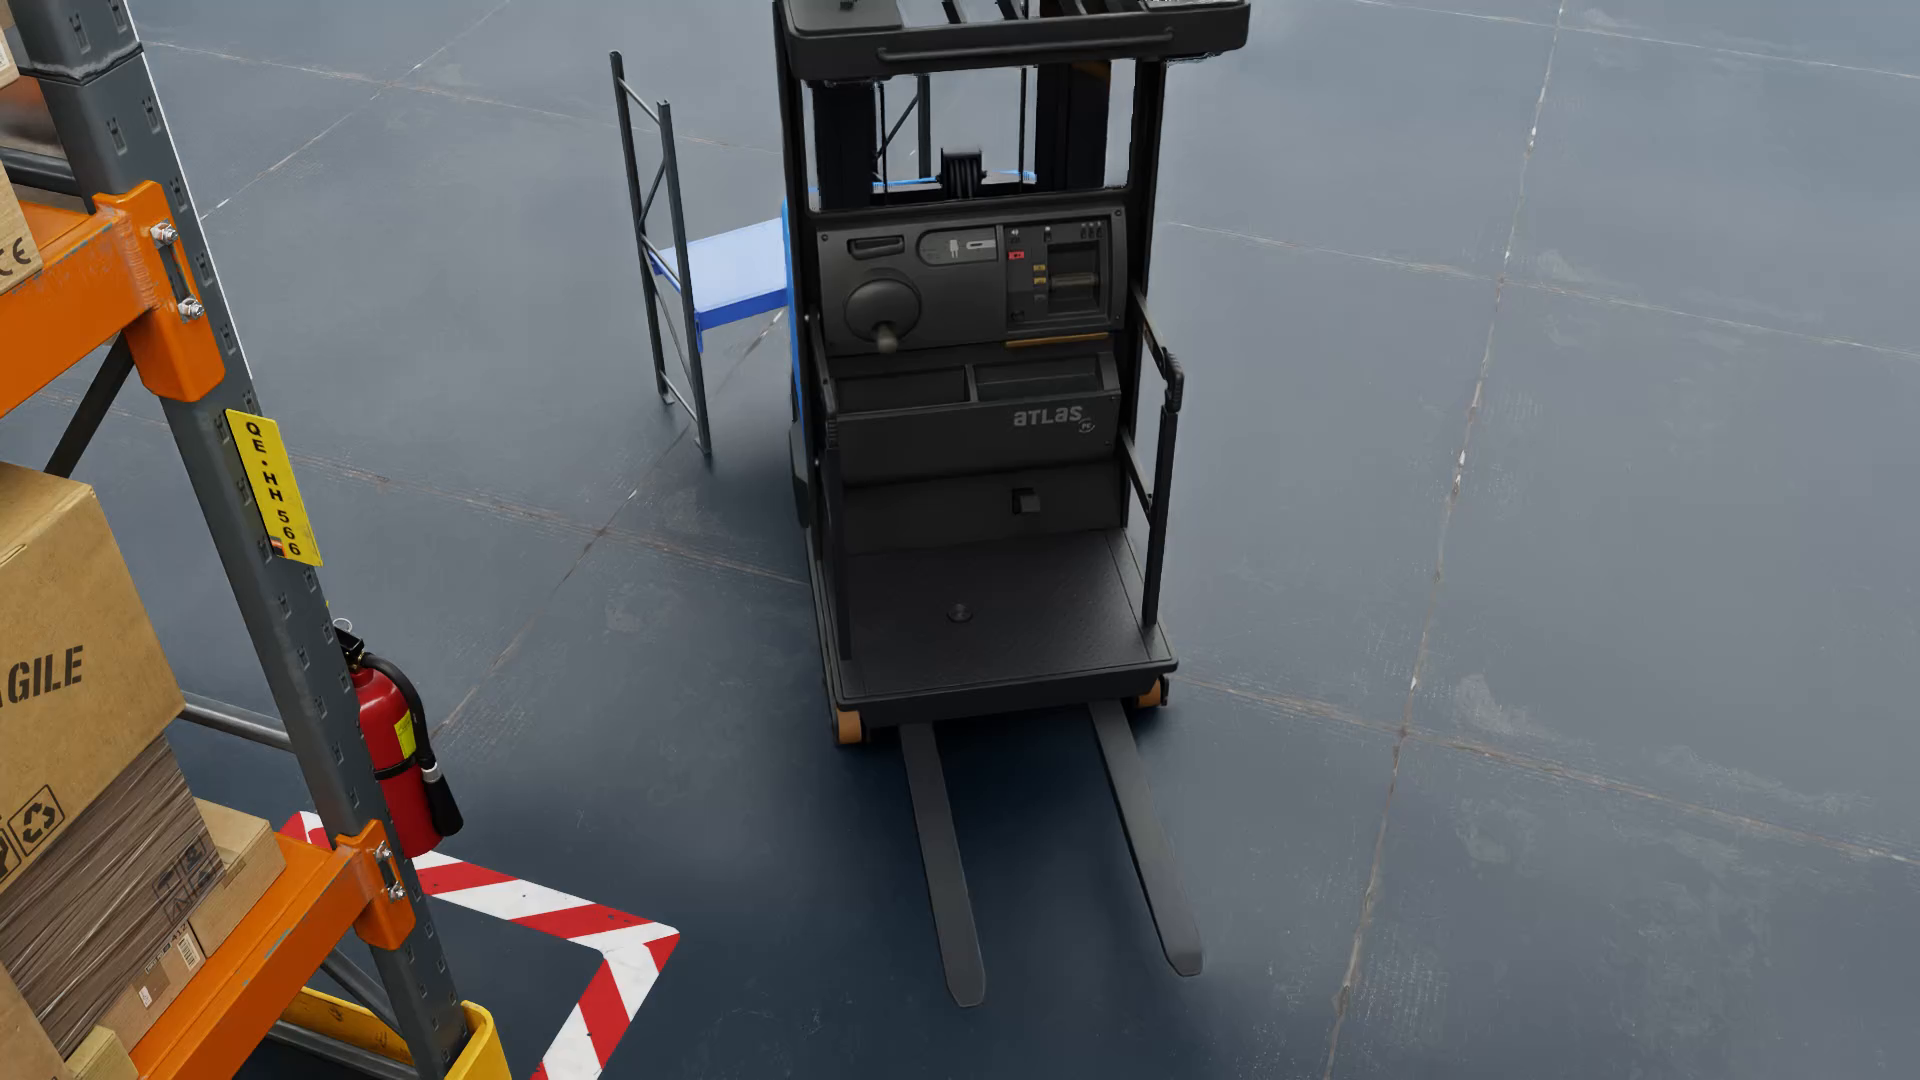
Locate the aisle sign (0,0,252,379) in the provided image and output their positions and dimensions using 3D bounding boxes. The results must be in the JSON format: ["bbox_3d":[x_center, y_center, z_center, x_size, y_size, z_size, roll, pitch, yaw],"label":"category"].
[{"bbox_3d":[-1.407,-0.621,2.664,0.394,0.787,0.004,13,42,15],"label":"aisle sign"}]

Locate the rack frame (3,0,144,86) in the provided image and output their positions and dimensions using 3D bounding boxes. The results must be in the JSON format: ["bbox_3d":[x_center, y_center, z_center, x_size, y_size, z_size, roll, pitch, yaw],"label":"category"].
[{"bbox_3d":[-1.710,-1.943,1.594,1.000,3.000,0.127,13,42,15],"label":"rack frame"}]

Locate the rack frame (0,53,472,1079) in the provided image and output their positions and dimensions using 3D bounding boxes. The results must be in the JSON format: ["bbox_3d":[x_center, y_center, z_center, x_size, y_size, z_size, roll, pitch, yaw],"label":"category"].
[{"bbox_3d":[-1.710,0.339,3.541,1.000,3.000,0.127,13,42,15],"label":"rack frame"}]

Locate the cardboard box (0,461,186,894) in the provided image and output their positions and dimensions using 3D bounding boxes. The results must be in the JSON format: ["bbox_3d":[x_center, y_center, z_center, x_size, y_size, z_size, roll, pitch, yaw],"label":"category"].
[{"bbox_3d":[-1.666,0.198,2.630,0.500,0.500,0.500,13,42,15],"label":"cardboard box"}]

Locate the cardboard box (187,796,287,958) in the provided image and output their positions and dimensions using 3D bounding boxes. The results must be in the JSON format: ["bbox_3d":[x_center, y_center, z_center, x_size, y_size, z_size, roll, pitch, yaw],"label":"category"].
[{"bbox_3d":[-1.613,0.654,3.366,0.380,0.149,0.250,13,42,15],"label":"cardboard box"}]

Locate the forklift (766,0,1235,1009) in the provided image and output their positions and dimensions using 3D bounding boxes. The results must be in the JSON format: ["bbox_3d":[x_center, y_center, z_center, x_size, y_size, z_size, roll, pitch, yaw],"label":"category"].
[{"bbox_3d":[0.053,-0.698,4.810,1.130,2.935,3.031,-5,41,-5],"label":"forklift"}]

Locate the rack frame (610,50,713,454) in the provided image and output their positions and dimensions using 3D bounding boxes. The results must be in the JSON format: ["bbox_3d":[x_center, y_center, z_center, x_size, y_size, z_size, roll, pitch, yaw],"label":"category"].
[{"bbox_3d":[-1.129,-1.061,6.338,0.032,1.500,0.500,-21,45,-22],"label":"rack frame"}]

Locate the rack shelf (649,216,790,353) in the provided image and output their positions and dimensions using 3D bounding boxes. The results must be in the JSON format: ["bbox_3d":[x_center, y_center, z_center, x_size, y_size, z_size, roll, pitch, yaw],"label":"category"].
[{"bbox_3d":[-0.690,-1.090,6.649,1.000,0.185,0.538,-21,45,-22],"label":"rack shelf"}]

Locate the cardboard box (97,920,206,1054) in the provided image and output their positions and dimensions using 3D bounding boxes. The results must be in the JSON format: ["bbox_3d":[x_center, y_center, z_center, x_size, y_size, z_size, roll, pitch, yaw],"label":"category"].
[{"bbox_3d":[-1.699,0.807,3.187,0.380,0.149,0.250,13,42,15],"label":"cardboard box"}]

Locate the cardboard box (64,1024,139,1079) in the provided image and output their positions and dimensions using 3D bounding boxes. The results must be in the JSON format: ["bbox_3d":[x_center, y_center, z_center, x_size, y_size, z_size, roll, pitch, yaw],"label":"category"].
[{"bbox_3d":[-1.737,0.971,2.995,0.380,0.149,0.250,13,42,15],"label":"cardboard box"}]

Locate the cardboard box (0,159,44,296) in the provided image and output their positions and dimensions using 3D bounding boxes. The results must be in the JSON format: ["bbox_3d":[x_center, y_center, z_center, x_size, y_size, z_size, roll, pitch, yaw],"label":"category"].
[{"bbox_3d":[-1.636,-0.395,2.206,0.500,0.250,0.500,14,42,16],"label":"cardboard box"}]

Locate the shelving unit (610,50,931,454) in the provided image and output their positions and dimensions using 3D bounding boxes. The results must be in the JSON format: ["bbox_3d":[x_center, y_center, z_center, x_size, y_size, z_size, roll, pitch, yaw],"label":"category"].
[{"bbox_3d":[-0.690,-1.226,6.532,1.048,1.500,0.538,-21,45,-22],"label":"shelving unit"}]

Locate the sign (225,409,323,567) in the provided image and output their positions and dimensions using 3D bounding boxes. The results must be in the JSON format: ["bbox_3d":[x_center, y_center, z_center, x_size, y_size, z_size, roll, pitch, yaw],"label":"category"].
[{"bbox_3d":[-1.195,-0.086,2.904,0.100,0.325,0.005,13,42,15],"label":"sign"}]

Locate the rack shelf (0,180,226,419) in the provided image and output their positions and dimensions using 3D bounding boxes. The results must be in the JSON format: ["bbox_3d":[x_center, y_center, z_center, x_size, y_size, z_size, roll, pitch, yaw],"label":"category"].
[{"bbox_3d":[-2.394,0.691,1.372,1.077,0.370,4.000,13,42,15],"label":"rack shelf"}]

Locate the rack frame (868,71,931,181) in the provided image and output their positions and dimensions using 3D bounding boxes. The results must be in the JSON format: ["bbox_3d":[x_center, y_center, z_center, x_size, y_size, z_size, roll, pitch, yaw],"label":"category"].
[{"bbox_3d":[-0.250,-1.392,6.726,0.032,1.500,0.500,-21,45,-22],"label":"rack frame"}]

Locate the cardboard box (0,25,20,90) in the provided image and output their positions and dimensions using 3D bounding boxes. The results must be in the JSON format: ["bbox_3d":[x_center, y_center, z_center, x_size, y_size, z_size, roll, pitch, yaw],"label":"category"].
[{"bbox_3d":[-1.512,-0.658,2.208,0.380,0.149,0.250,13,42,15],"label":"cardboard box"}]

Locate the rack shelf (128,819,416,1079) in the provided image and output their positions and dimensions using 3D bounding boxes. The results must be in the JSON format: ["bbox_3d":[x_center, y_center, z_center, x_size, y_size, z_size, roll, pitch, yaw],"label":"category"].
[{"bbox_3d":[-2.394,1.833,2.345,1.077,0.370,4.000,13,42,15],"label":"rack shelf"}]

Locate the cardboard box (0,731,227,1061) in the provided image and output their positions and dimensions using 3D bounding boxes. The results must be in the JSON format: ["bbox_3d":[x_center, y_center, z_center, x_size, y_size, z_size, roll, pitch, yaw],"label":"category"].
[{"bbox_3d":[-1.924,0.517,3.026,0.875,0.500,0.500,13,42,15],"label":"cardboard box"}]

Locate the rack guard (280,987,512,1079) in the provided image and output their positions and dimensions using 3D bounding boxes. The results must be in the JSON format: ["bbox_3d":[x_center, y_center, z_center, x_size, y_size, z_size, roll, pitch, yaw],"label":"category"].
[{"bbox_3d":[-1.736,1.336,4.298,1.175,0.500,0.348,13,42,15],"label":"rack guard"}]

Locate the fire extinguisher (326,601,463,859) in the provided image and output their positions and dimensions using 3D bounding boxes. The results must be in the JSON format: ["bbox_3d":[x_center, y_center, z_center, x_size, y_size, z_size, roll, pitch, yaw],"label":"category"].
[{"bbox_3d":[-1.238,0.401,3.529,0.296,0.674,0.183,13,42,15],"label":"fire extinguisher"}]
